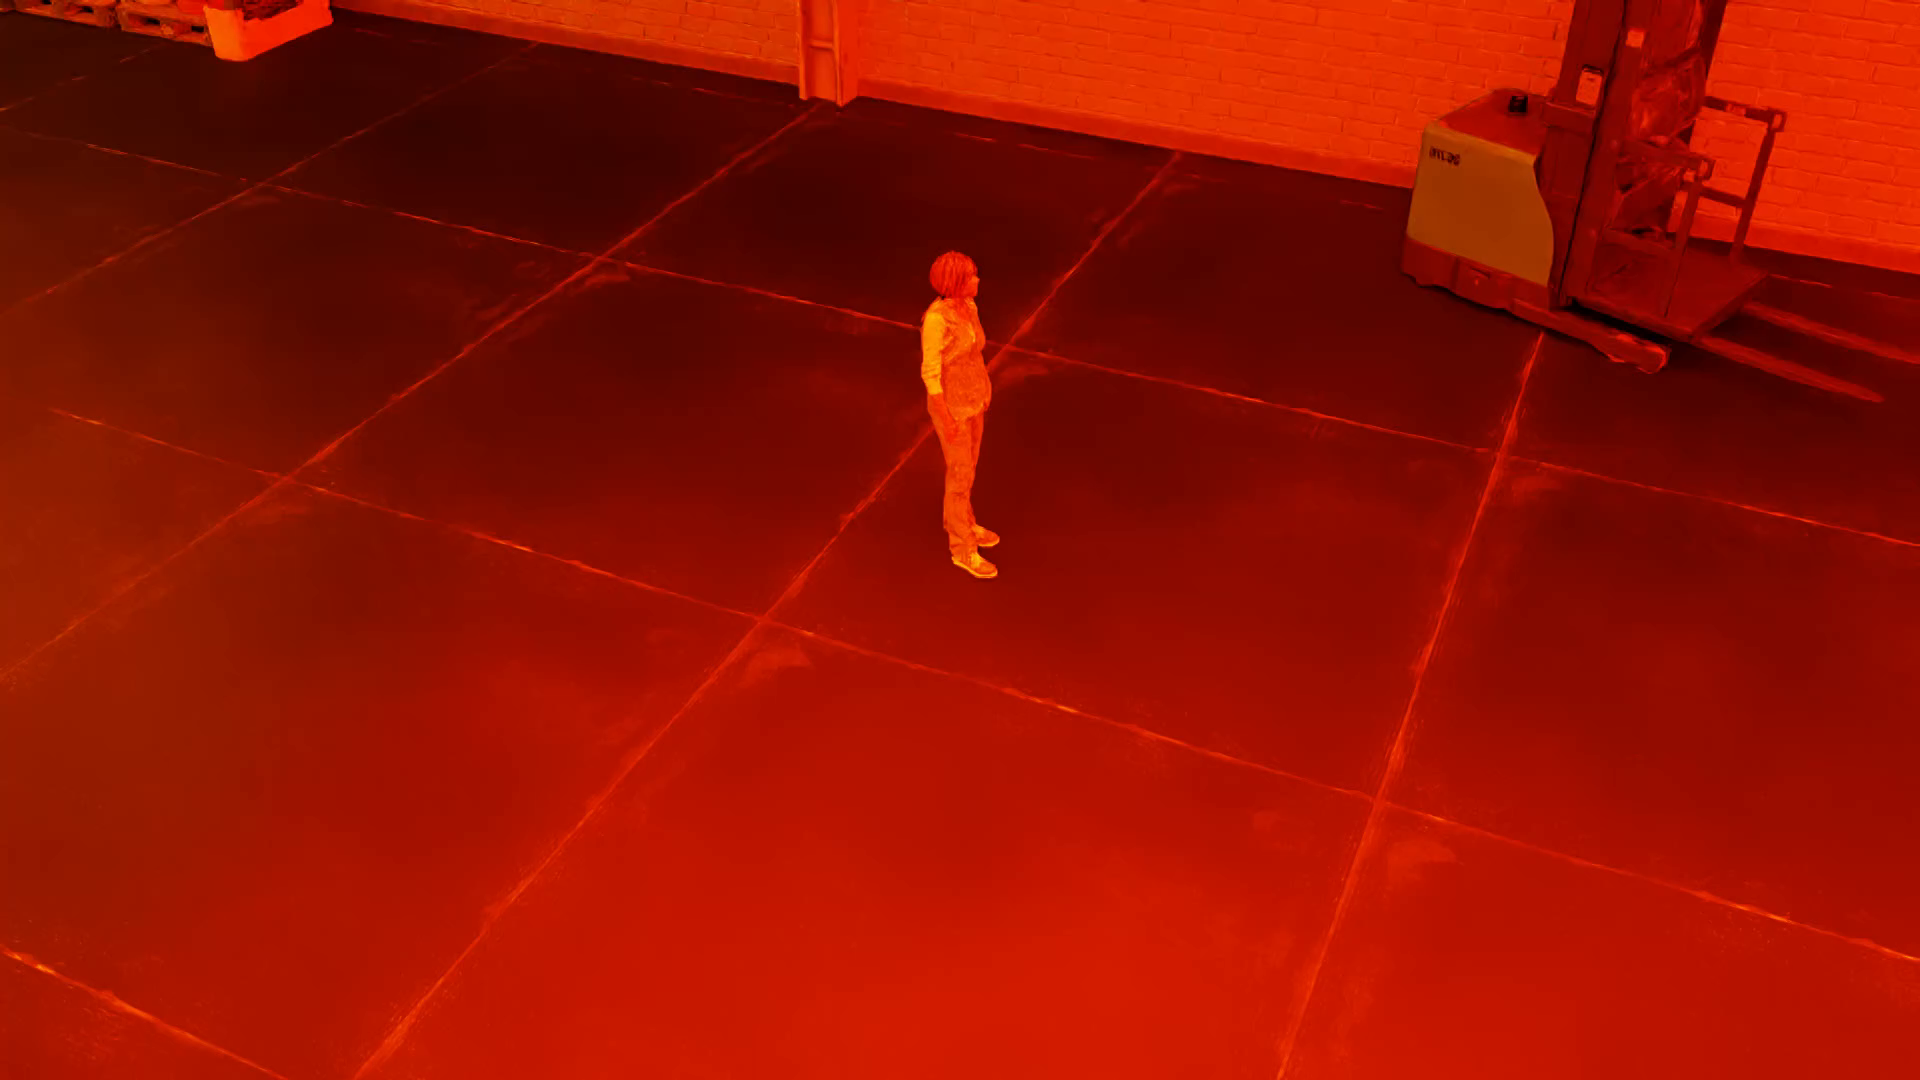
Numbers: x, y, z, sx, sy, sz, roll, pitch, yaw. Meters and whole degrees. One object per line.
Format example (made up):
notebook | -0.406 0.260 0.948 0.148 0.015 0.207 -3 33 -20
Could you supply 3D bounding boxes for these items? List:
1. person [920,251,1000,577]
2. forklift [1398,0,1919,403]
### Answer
person | 0.062 -0.631 8.108 0.474 1.597 0.521 15 38 20
forklift | 4.305 -2.538 9.644 3.031 2.935 1.130 30 45 35
